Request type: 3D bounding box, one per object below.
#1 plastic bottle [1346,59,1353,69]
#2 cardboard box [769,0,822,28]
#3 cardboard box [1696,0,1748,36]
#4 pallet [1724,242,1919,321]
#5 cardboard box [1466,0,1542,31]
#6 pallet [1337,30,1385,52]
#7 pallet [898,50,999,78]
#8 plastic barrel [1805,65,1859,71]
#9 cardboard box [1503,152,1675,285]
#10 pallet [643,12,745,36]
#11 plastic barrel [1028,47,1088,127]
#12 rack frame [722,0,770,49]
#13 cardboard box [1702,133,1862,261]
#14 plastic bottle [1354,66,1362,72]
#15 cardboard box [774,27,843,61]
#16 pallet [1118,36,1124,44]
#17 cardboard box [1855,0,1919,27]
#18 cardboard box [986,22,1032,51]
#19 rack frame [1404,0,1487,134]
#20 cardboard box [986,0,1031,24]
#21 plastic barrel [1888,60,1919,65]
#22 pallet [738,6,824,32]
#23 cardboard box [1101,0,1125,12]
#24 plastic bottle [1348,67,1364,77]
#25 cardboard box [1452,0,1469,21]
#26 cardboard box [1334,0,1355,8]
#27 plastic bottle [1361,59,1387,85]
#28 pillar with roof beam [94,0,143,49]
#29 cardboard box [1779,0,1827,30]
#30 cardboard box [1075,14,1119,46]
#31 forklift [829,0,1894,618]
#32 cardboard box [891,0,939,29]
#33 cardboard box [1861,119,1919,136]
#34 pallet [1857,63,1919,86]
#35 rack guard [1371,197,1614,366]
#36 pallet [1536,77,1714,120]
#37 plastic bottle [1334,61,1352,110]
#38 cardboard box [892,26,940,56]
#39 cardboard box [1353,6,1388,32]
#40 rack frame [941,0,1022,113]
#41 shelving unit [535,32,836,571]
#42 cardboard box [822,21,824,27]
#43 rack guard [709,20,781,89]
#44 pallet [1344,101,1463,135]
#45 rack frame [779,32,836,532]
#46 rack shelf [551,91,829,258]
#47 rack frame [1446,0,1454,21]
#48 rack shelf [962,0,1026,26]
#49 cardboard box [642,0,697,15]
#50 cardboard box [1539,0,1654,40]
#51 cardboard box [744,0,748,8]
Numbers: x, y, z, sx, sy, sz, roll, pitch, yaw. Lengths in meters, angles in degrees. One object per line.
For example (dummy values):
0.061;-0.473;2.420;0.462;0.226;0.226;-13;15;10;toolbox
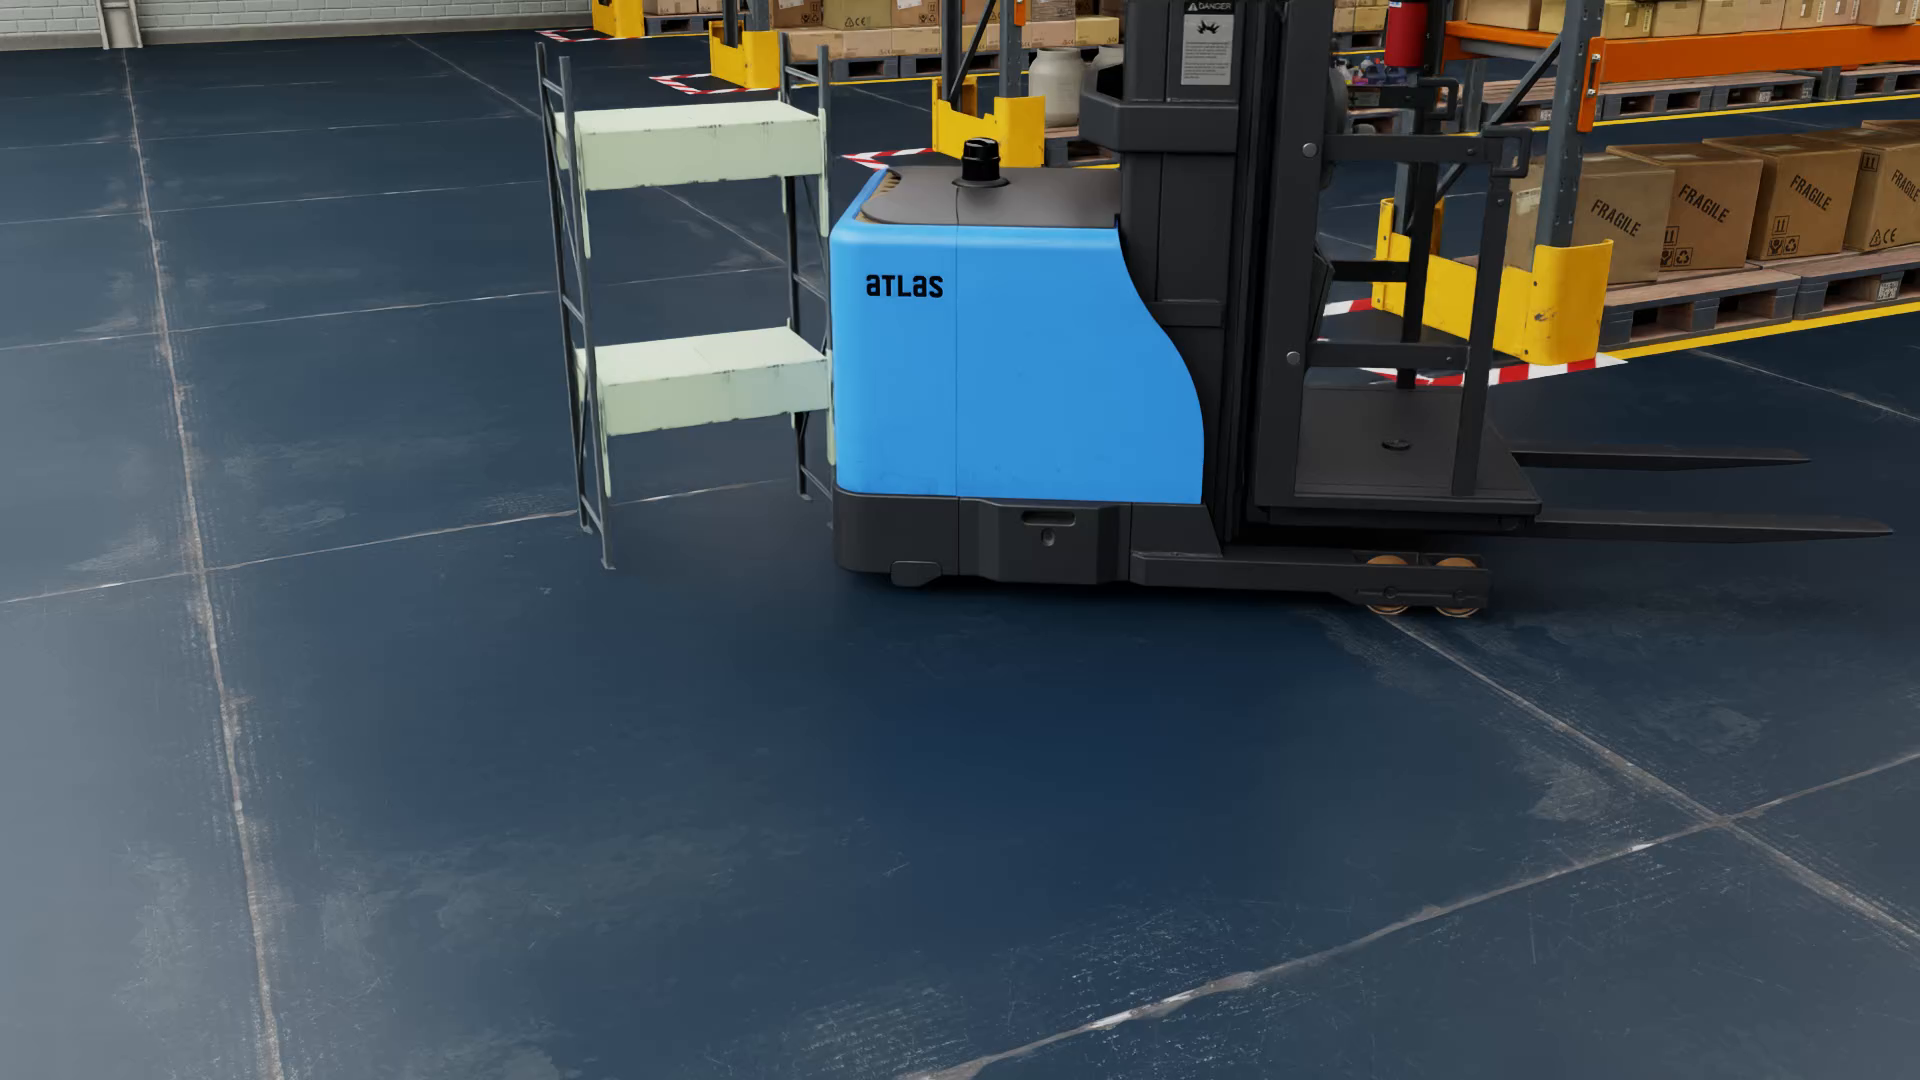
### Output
3.032;-3.649;13.119;0.133;0.283;0.061;-10;25;-24;plastic bottle
-1.653;-5.208;15.974;0.500;0.500;0.500;-10;25;-24;cardboard box
3.111;-2.252;7.096;0.250;0.149;0.380;-10;25;-24;cardboard box
4.199;-1.379;8.306;1.213;0.211;1.003;-10;25;-24;pallet
2.453;-2.334;7.295;0.250;0.149;0.380;-10;25;-24;cardboard box
4.442;-5.662;18.651;1.213;0.211;1.003;-10;25;-24;pallet
-0.239;-4.800;16.569;1.213;0.211;1.003;-10;25;-24;pallet
7.779;-4.644;14.835;0.708;0.830;0.600;-10;25;-24;plastic barrel
2.856;-1.468;7.595;0.500;0.500;0.500;-6;23;-14;cardboard box
-3.343;-6.299;20.192;1.213;0.211;1.003;-10;25;-24;pallet
0.697;-3.218;11.807;0.421;0.512;0.421;0;22;0;plastic barrel
-2.007;-5.746;15.210;0.127;3.000;1.000;-10;25;-24;rack frame
3.952;-1.677;8.098;0.500;0.500;0.500;-8;24;-19;cardboard box
3.173;-3.694;13.335;0.097;0.201;0.097;0;22;0;plastic bottle
-1.428;-4.682;15.685;0.500;0.250;0.500;-10;25;-24;cardboard box
2.244;-5.257;17.674;1.213;0.211;1.003;-10;25;-24;pallet
4.039;-2.396;7.445;0.250;0.149;0.380;-10;25;-24;cardboard box
0.375;-5.013;16.486;0.500;0.250;0.500;-10;25;-24;cardboard box
3.742;-4.702;12.687;0.127;3.000;1.000;-10;25;-24;rack frame
0.369;-5.364;16.353;0.500;0.500;0.500;-10;25;-24;cardboard box
8.797;-4.720;15.334;0.708;0.588;0.600;-10;25;-24;plastic barrel
-2.246;-6.500;20.677;1.213;0.211;1.003;-10;25;-24;pallet
1.837;-5.758;17.552;0.500;0.311;0.500;-10;25;-24;cardboard box
3.027;-3.456;12.662;0.135;0.276;0.152;-10;25;-24;plastic bottle
5.735;-6.098;18.754;0.500;0.500;0.500;-9;24;-21;cardboard box
3.914;-5.913;17.925;0.500;0.311;0.500;-11;25;-24;cardboard box
3.114;-3.443;12.535;0.185;0.351;0.144;-12;25;-26;plastic bottle
-7.443;-8.160;13.197;0.400;9.000;9.100;-10;25;-24;pillar with roof beam
3.556;-2.339;7.308;0.250;0.149;0.380;-10;25;-24;cardboard box
1.274;-5.181;16.890;0.500;0.250;0.500;-10;25;-24;cardboard box
1.174;-1.347;4.672;3.031;2.935;1.130;2;23;5;forklift
-0.533;-5.199;15.954;0.500;0.500;0.500;-10;25;-24;cardboard box
4.999;-1.884;8.598;0.500;0.500;0.500;-3;23;-7;cardboard box
9.136;-4.423;15.659;1.213;0.211;1.003;-10;25;-24;pallet
2.354;-1.189;7.469;0.348;0.500;1.175;-10;25;-24;rack guard
5.533;-3.761;14.060;1.213;0.211;1.003;-10;25;-24;pallet
2.822;-3.390;12.405;0.185;0.351;0.144;-11;25;-24;plastic bottle
-0.528;-4.849;16.088;0.500;0.250;0.500;-10;25;-24;cardboard box
4.370;-5.739;18.238;0.500;0.250;0.500;-11;25;-24;cardboard box
0.137;-4.038;11.084;0.127;3.000;1.000;-10;25;-24;rack frame
-0.798;-0.726;5.042;0.755;1.500;0.431;-9;24;-21;shelving unit
-1.207;-4.948;16.326;0.500;0.250;0.500;-10;25;-24;cardboard box
-2.029;-4.587;15.678;0.348;0.500;1.175;-10;25;-24;rack guard
3.118;-3.316;12.986;1.213;0.211;1.003;-10;25;-24;pallet
-0.462;-0.781;5.176;0.023;1.500;0.400;-9;24;-21;rack frame
-0.798;-1.086;4.893;0.720;0.370;0.431;-9;24;-21;rack shelf
5.201;-7.073;18.415;0.127;3.000;1.000;-10;25;-24;rack frame
1.940;-4.038;12.023;4.000;0.370;1.077;-10;25;-24;rack shelf
-3.497;-6.497;19.965;0.500;0.311;0.500;-14;26;-30;cardboard box
2.646;-2.181;6.924;0.250;0.149;0.380;-10;25;-24;cardboard box
-2.300;-6.784;20.409;0.500;0.500;0.700;-12;25;-27;cardboard box
